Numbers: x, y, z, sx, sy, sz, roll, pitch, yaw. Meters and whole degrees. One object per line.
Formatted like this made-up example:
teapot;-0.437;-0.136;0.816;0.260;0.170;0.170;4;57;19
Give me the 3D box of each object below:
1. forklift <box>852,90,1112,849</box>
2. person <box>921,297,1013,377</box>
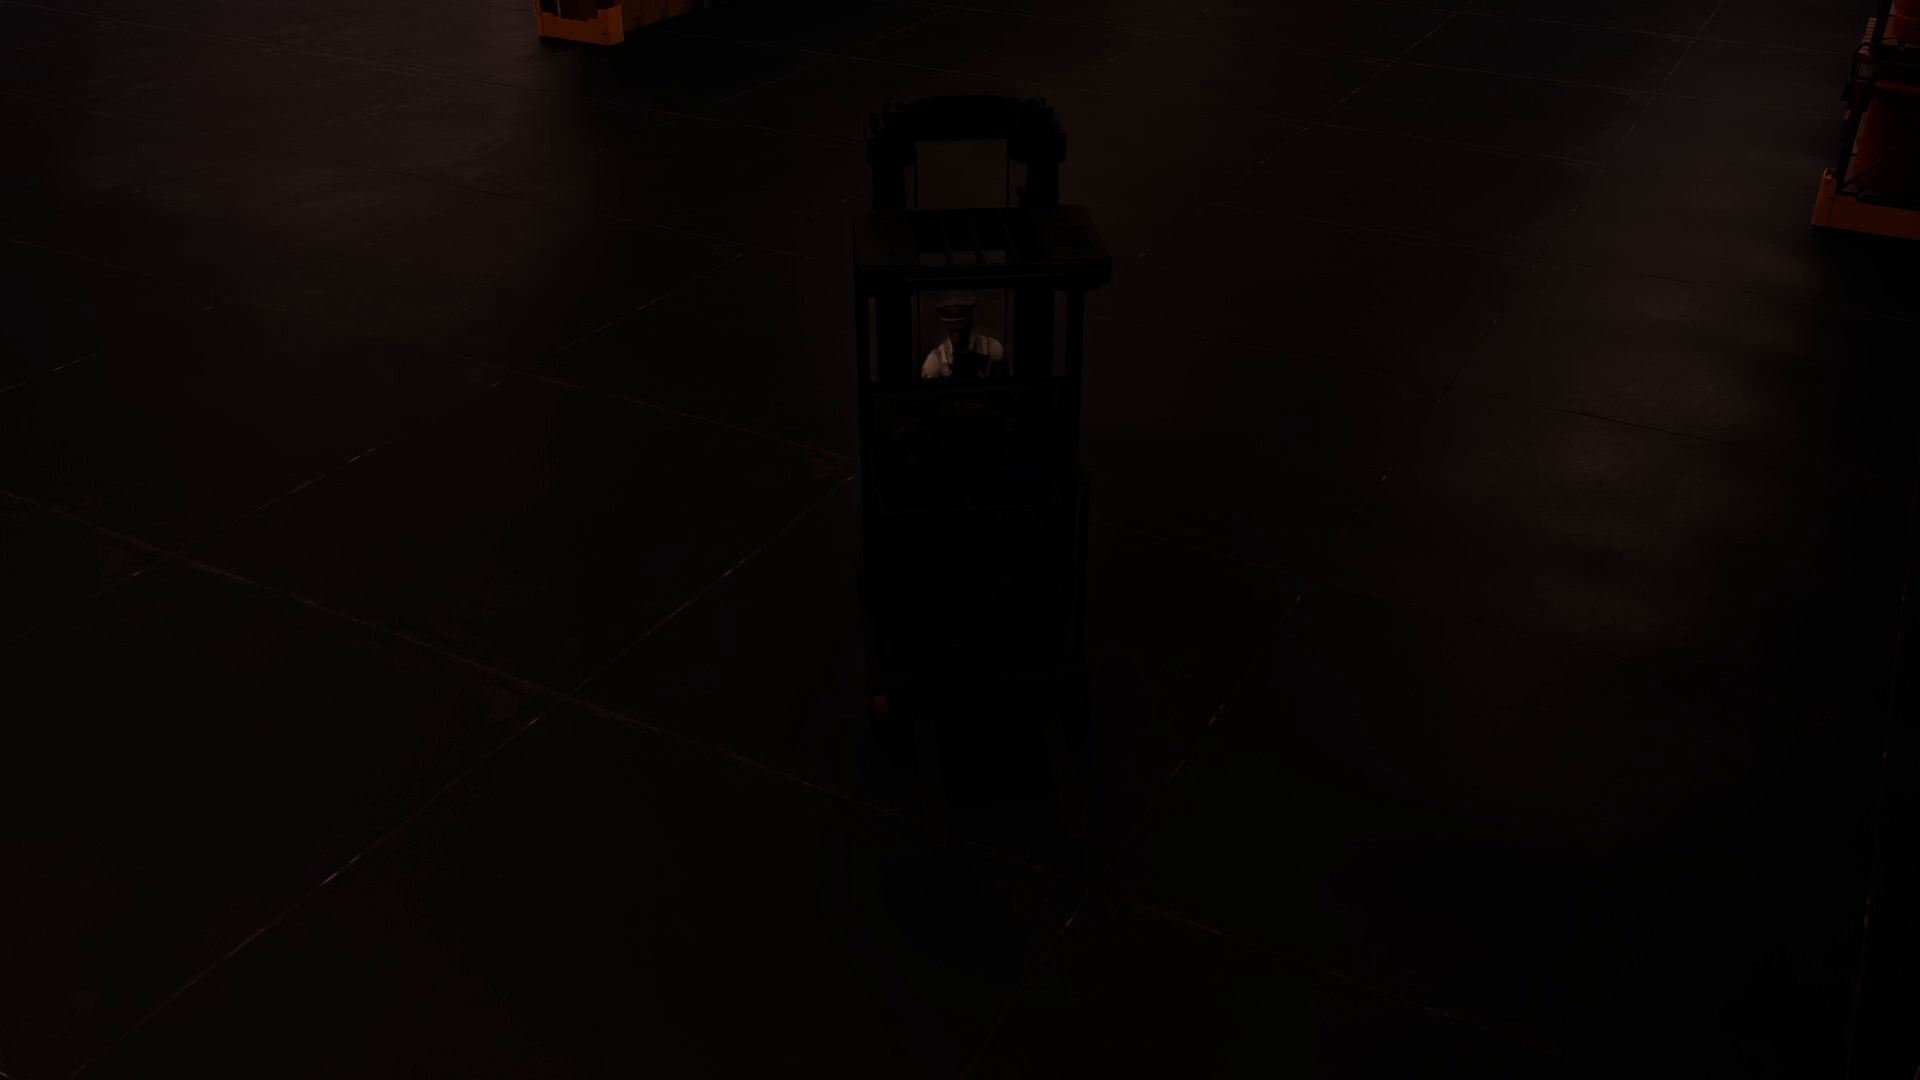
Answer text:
forklift;0.071;-0.506;7.947;1.130;2.935;3.031;-3;30;-5
person;-0.004;-0.610;9.475;0.740;1.582;0.432;1;30;2
